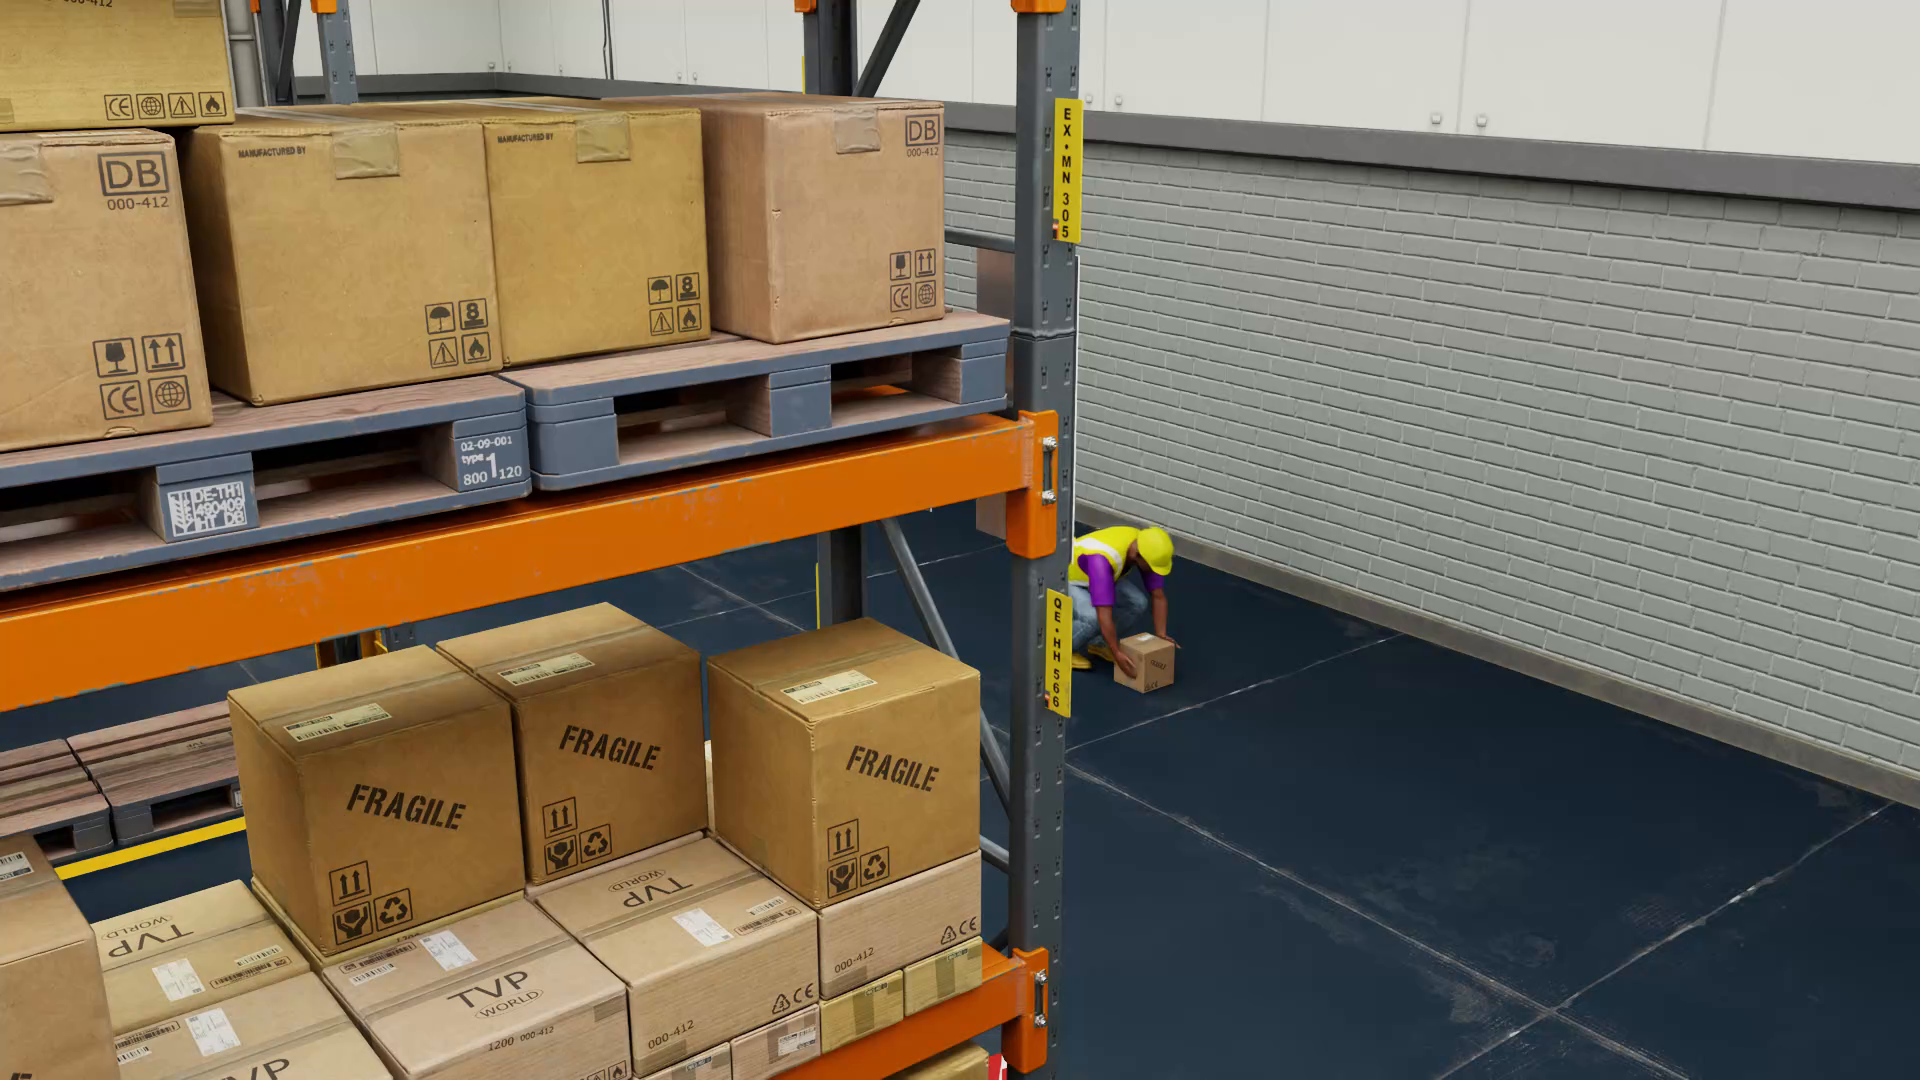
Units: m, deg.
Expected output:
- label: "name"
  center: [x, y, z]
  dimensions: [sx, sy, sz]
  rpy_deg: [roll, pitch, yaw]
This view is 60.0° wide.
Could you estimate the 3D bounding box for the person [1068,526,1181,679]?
- label: "person"
  center: [0.896, 0.304, 9.928]
  dimensions: [0.572, 0.942, 0.896]
  rpy_deg: [-13, 22, -36]
